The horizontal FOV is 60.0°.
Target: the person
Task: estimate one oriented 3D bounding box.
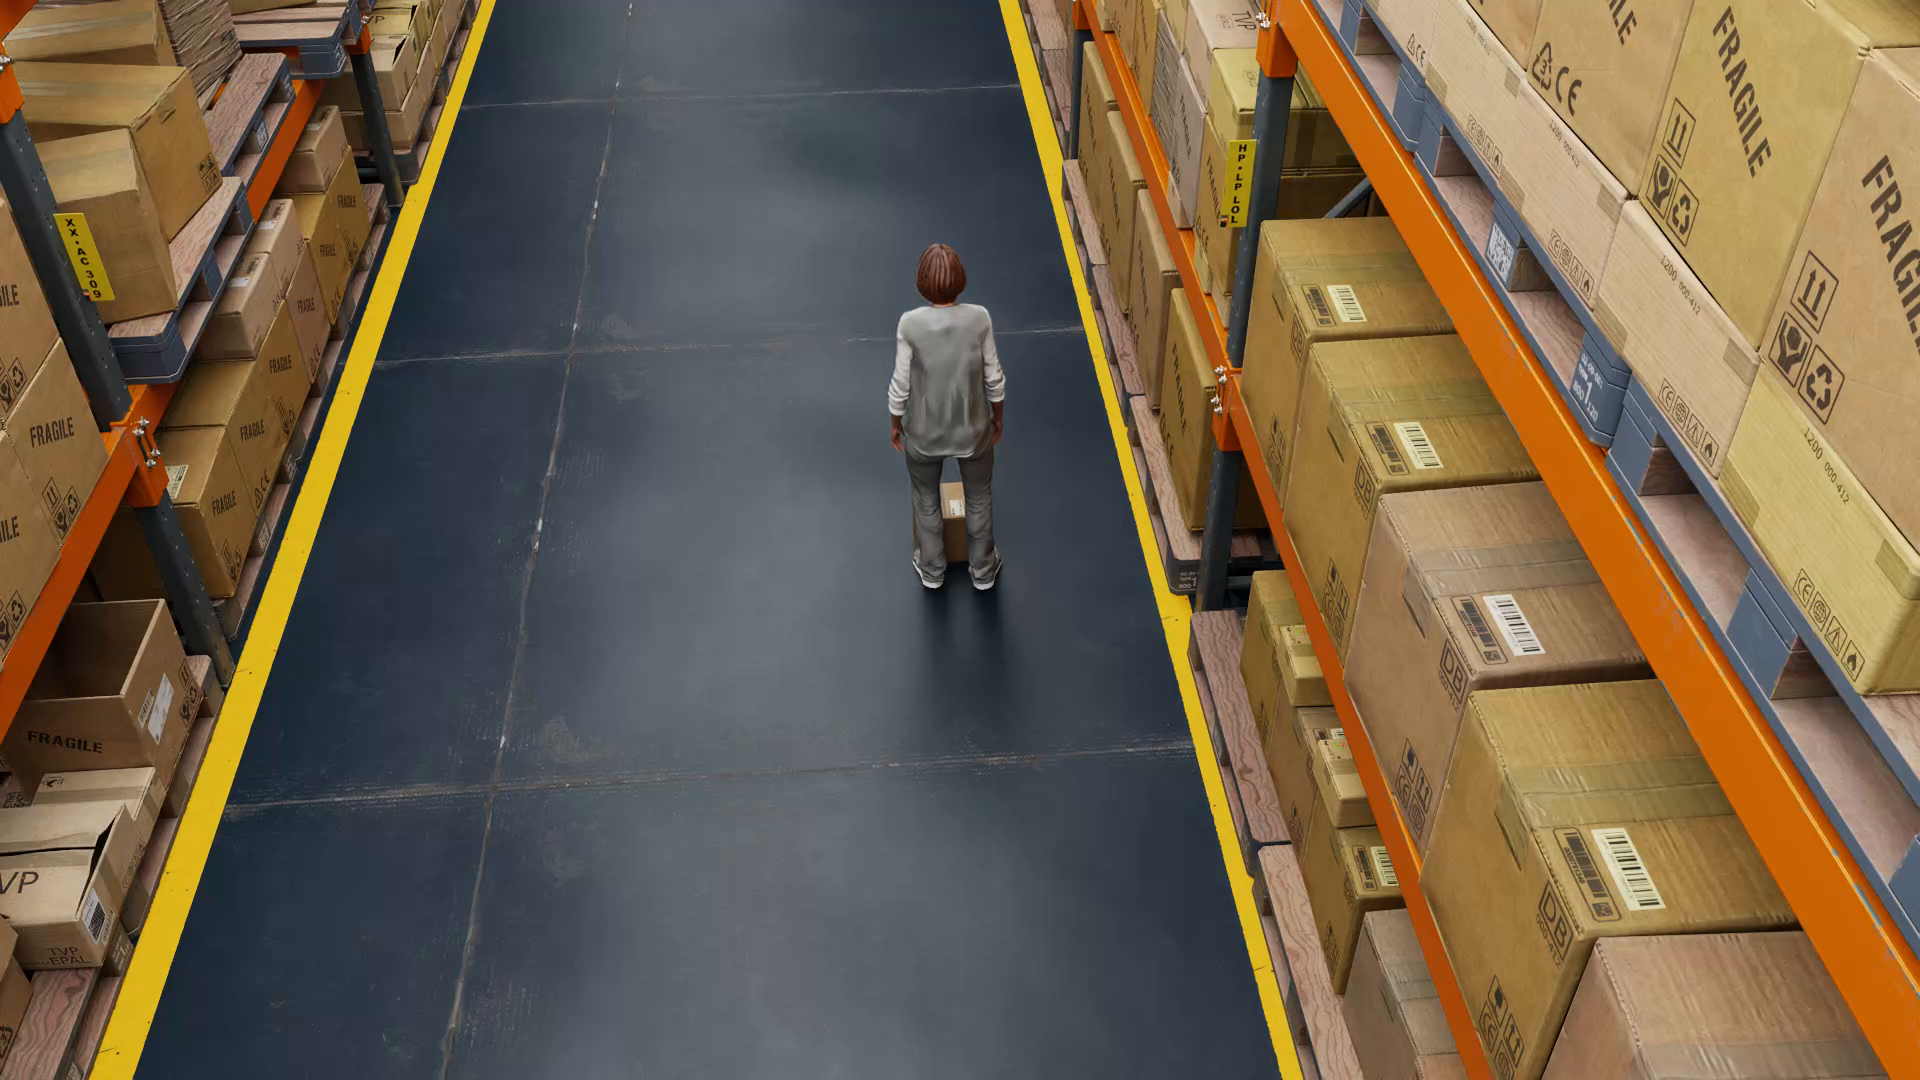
[{"bbox_3d":[-0.049,-0.449,6.706,0.473,1.592,0.366,-3,40,-4],"label":"person"}]
